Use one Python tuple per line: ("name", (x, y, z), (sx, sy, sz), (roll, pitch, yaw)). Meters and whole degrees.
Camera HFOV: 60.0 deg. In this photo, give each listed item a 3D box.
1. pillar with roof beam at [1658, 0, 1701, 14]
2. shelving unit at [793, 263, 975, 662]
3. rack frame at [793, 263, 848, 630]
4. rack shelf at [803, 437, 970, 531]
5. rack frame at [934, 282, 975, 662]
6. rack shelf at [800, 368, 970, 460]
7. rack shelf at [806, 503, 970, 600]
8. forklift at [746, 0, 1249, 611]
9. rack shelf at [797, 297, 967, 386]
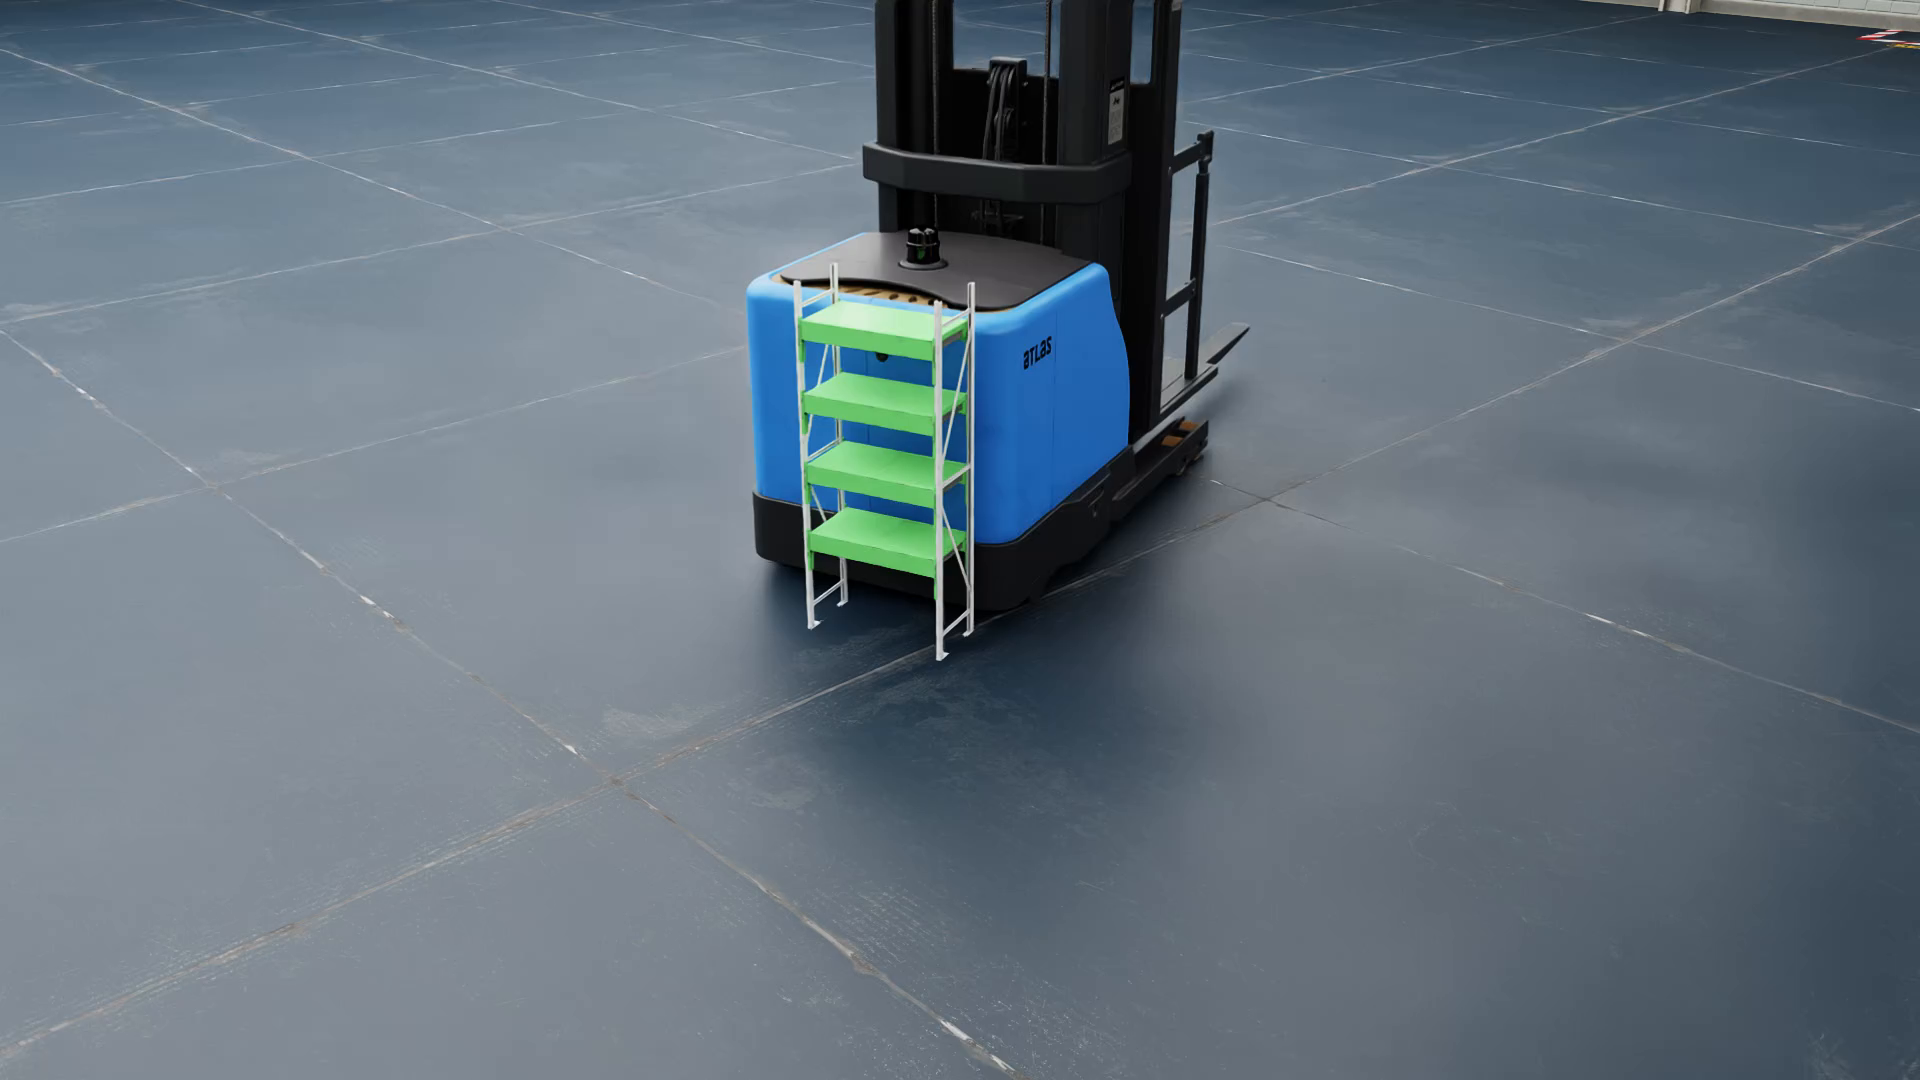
("pillar with roof beam", (5.787, -9.442, 16.104), (9.100, 9.000, 0.400), (-21, 32, -38))
("shelving unit", (-0.233, -0.244, 5.338), (0.503, 1.200, 0.258), (12, 27, 24))
("rack frame", (-0.451, -0.290, 5.439), (0.015, 1.200, 0.240), (12, 27, 24))
("rack shelf", (-0.233, -0.186, 5.365), (0.480, 0.148, 0.258), (12, 27, 24))
("rack frame", (-0.016, -0.198, 5.238), (0.015, 1.200, 0.240), (12, 27, 24))
("rack shelf", (-0.233, -0.404, 5.265), (0.480, 0.148, 0.258), (12, 27, 24))
("rack shelf", (-0.233, 0.033, 5.465), (0.480, 0.148, 0.258), (12, 27, 24))
("forklift", (0.391, -1.673, 6.385), (1.130, 2.935, 3.031), (12, 27, 25))
("rack shelf", (-0.233, -0.622, 5.166), (0.480, 0.148, 0.258), (12, 27, 24))
